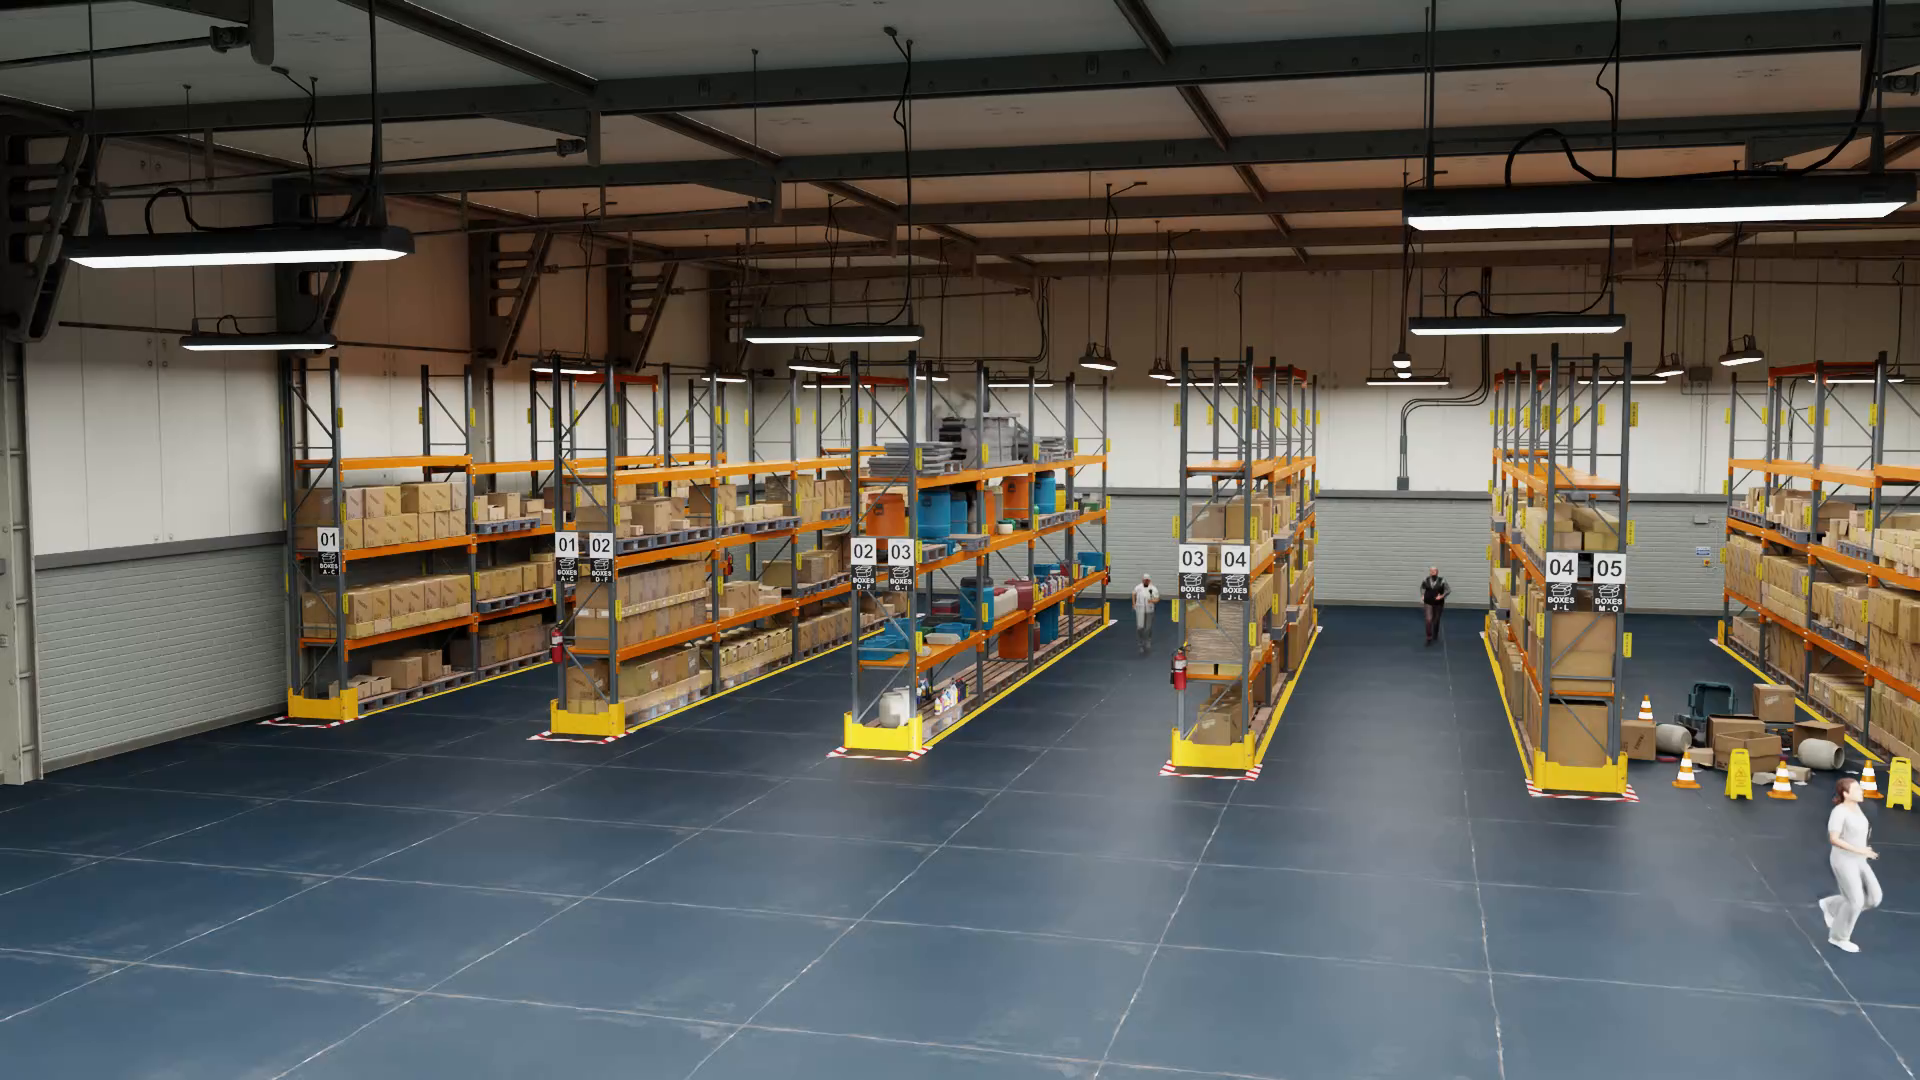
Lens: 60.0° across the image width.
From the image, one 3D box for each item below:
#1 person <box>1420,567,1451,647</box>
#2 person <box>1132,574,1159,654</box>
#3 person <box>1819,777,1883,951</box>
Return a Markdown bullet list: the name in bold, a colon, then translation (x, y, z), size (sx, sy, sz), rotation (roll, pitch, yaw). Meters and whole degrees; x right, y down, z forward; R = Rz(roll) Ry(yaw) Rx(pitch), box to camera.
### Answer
- **person**: translation (10.478, 1.465, 36.687), size (0.669, 1.734, 0.843), rotation (2, 4, 20)
- **person**: translation (3.965, 1.573, 35.523), size (0.570, 1.724, 0.821), rotation (0, 4, 3)
- **person**: translation (8.372, 3.041, 15.656), size (0.601, 1.635, 0.578), rotation (-3, 5, -37)
